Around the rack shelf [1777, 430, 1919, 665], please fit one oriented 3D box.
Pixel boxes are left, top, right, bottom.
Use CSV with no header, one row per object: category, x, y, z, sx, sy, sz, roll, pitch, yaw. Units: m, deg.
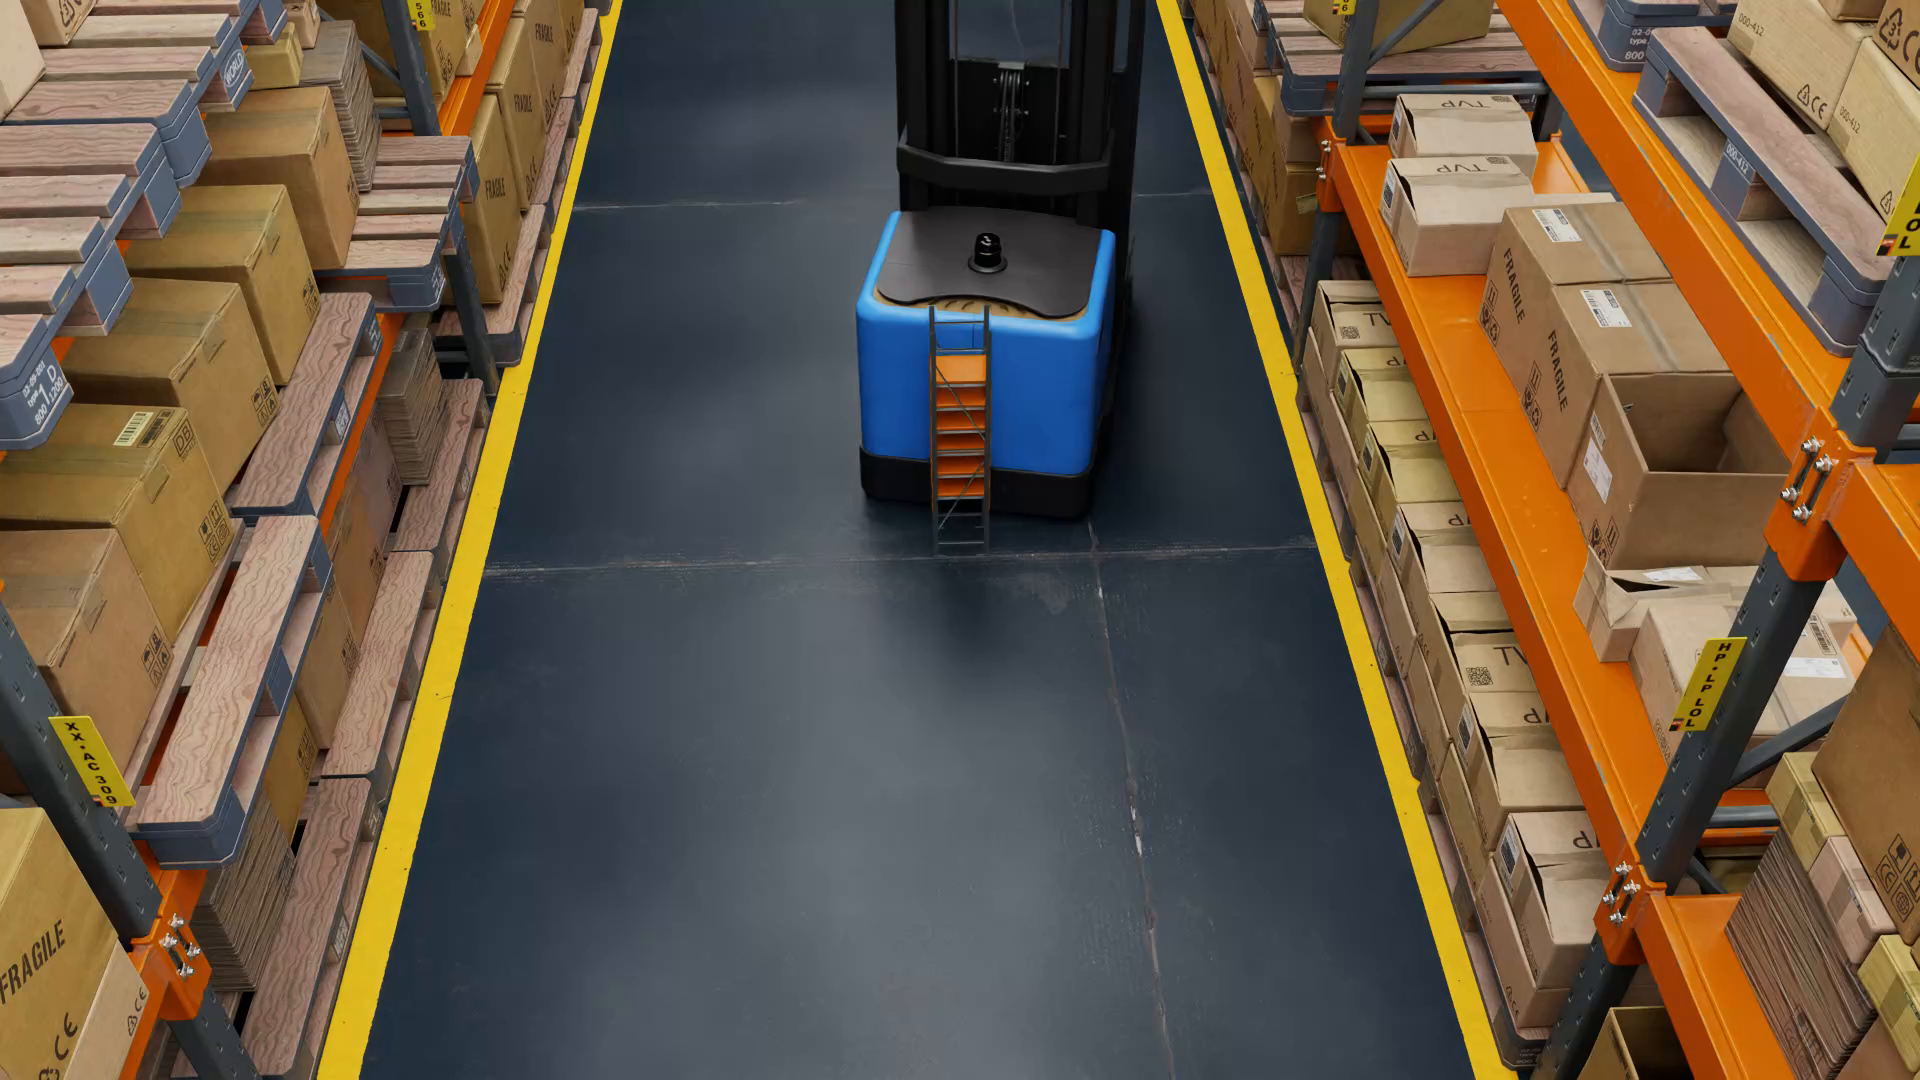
rack shelf,2.425,1.235,2.145,1.077,0.370,4.000,-2,43,-2

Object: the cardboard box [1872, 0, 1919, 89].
cardboard box,2.353,-1.174,3.486,0.500,0.500,0.500,-1,43,-1

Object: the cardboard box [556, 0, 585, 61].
cardboard box,-2.791,-3.458,10.232,0.750,0.750,0.750,-1,43,-1

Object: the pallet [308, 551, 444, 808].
pallet,-2.698,0.547,6.647,1.003,0.211,1.213,-2,43,-2

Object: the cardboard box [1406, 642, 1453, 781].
cardboard box,1.991,0.626,6.221,0.500,0.250,0.500,-1,43,-1

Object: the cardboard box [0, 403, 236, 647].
cardboard box,-2.613,-0.051,4.836,0.700,0.500,0.500,2,43,3

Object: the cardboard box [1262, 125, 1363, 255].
cardboard box,1.896,-1.840,8.712,0.500,0.500,0.500,0,43,0

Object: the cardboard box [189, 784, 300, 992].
cardboard box,-2.657,1.133,5.468,0.700,0.500,0.500,0,43,0

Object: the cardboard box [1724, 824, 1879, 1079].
cardboard box,2.365,0.988,4.028,0.700,0.500,0.500,-3,43,-3

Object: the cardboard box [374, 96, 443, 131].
cardboard box,-2.561,-1.974,7.504,0.380,0.149,0.250,-2,43,-2

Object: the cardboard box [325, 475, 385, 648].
cardboard box,-2.741,0.099,6.596,0.700,0.500,0.500,-2,43,-2

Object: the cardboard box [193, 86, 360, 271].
cardboard box,-2.698,-1.336,6.237,0.700,0.500,0.500,-5,43,-6

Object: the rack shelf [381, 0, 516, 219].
rack shelf,-2.864,-2.915,8.893,1.077,0.370,4.000,-2,43,-2

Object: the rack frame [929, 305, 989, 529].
rack frame,-0.003,-0.494,7.051,0.240,1.200,0.006,-2,43,-2

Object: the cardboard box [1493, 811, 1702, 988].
cardboard box,2.037,1.112,5.275,0.500,0.311,0.500,-2,43,-2

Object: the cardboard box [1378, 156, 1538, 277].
cardboard box,2.015,-1.333,6.700,0.500,0.311,0.500,-2,43,-2

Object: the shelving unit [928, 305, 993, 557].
shelving unit,0.001,-0.433,6.984,0.258,1.200,0.189,-2,43,-2

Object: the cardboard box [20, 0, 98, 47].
cardboard box,-2.605,-1.631,4.355,0.500,0.500,0.500,-3,43,-3

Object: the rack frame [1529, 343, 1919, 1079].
rack frame,2.340,0.726,4.388,1.000,3.000,0.127,-2,43,-2

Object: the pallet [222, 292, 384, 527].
pallet,-2.654,-0.424,5.785,1.003,0.211,1.213,-2,43,-2

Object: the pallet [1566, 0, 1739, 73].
pallet,2.339,-1.801,5.064,1.003,0.211,1.213,0,43,0

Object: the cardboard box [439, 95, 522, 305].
cardboard box,-2.679,-1.693,8.307,0.750,0.750,0.750,-2,43,-2

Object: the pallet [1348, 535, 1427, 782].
pallet,2.215,0.432,6.773,1.003,0.211,1.213,-2,43,-2

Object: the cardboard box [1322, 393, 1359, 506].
cardboard box,1.921,-0.415,7.356,0.500,0.250,0.500,-3,43,-3

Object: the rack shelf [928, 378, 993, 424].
rack shelf,0.001,-0.577,6.851,0.258,0.103,0.180,-2,43,-2

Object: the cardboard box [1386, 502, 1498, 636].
cardboard box,1.972,0.085,6.396,0.500,0.311,0.500,-2,43,-2

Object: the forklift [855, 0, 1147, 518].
forklift,0.299,-2.181,7.610,1.130,2.935,3.031,6,43,7

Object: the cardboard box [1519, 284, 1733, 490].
cardboard box,2.280,-0.524,5.677,0.500,0.500,0.500,-2,43,-2

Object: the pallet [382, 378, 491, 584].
pallet,-2.747,-0.275,7.543,1.003,0.211,1.213,-2,43,-2

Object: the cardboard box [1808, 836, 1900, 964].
cardboard box,2.169,0.806,3.746,0.380,0.149,0.250,-1,43,-1

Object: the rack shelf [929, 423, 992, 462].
rack shelf,0.001,-0.400,7.014,0.258,0.103,0.180,-2,43,-2

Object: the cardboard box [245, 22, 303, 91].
cardboard box,-2.706,-1.820,6.285,0.380,0.149,0.250,-8,43,-9

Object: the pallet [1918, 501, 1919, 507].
pallet,2.402,0.228,2.777,1.003,0.211,1.213,-2,43,-2

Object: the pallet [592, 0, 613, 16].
pallet,-2.903,-4.018,11.627,1.003,0.211,1.213,-2,43,-2

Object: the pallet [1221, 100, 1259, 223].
pallet,2.128,-2.274,9.724,1.003,0.211,1.213,-2,43,-2

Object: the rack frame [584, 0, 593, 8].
rack frame,-2.949,-4.531,10.122,1.000,3.000,0.127,-2,43,-2

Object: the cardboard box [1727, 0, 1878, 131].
cardboard box,2.298,-1.267,4.142,0.500,0.250,0.500,-5,43,-6

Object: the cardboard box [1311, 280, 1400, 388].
cardboard box,1.899,-0.961,7.537,0.500,0.311,0.500,0,43,0

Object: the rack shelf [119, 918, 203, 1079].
rack shelf,-2.524,2.486,3.000,1.077,0.370,4.000,-2,43,-2

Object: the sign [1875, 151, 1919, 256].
sign,1.798,-0.665,3.070,0.100,0.325,0.005,-2,43,-2

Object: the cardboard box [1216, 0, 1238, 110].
cardboard box,1.825,-2.885,9.852,0.500,0.500,0.500,-1,43,-1

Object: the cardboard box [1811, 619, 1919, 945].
cardboard box,2.365,0.510,3.589,0.700,0.500,0.500,-1,43,-2

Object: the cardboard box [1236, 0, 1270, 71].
cardboard box,1.842,-2.845,9.253,0.500,0.250,0.500,-2,43,-3

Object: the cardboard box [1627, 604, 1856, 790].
cardboard box,2.276,0.450,4.800,0.500,0.250,0.500,1,43,1
